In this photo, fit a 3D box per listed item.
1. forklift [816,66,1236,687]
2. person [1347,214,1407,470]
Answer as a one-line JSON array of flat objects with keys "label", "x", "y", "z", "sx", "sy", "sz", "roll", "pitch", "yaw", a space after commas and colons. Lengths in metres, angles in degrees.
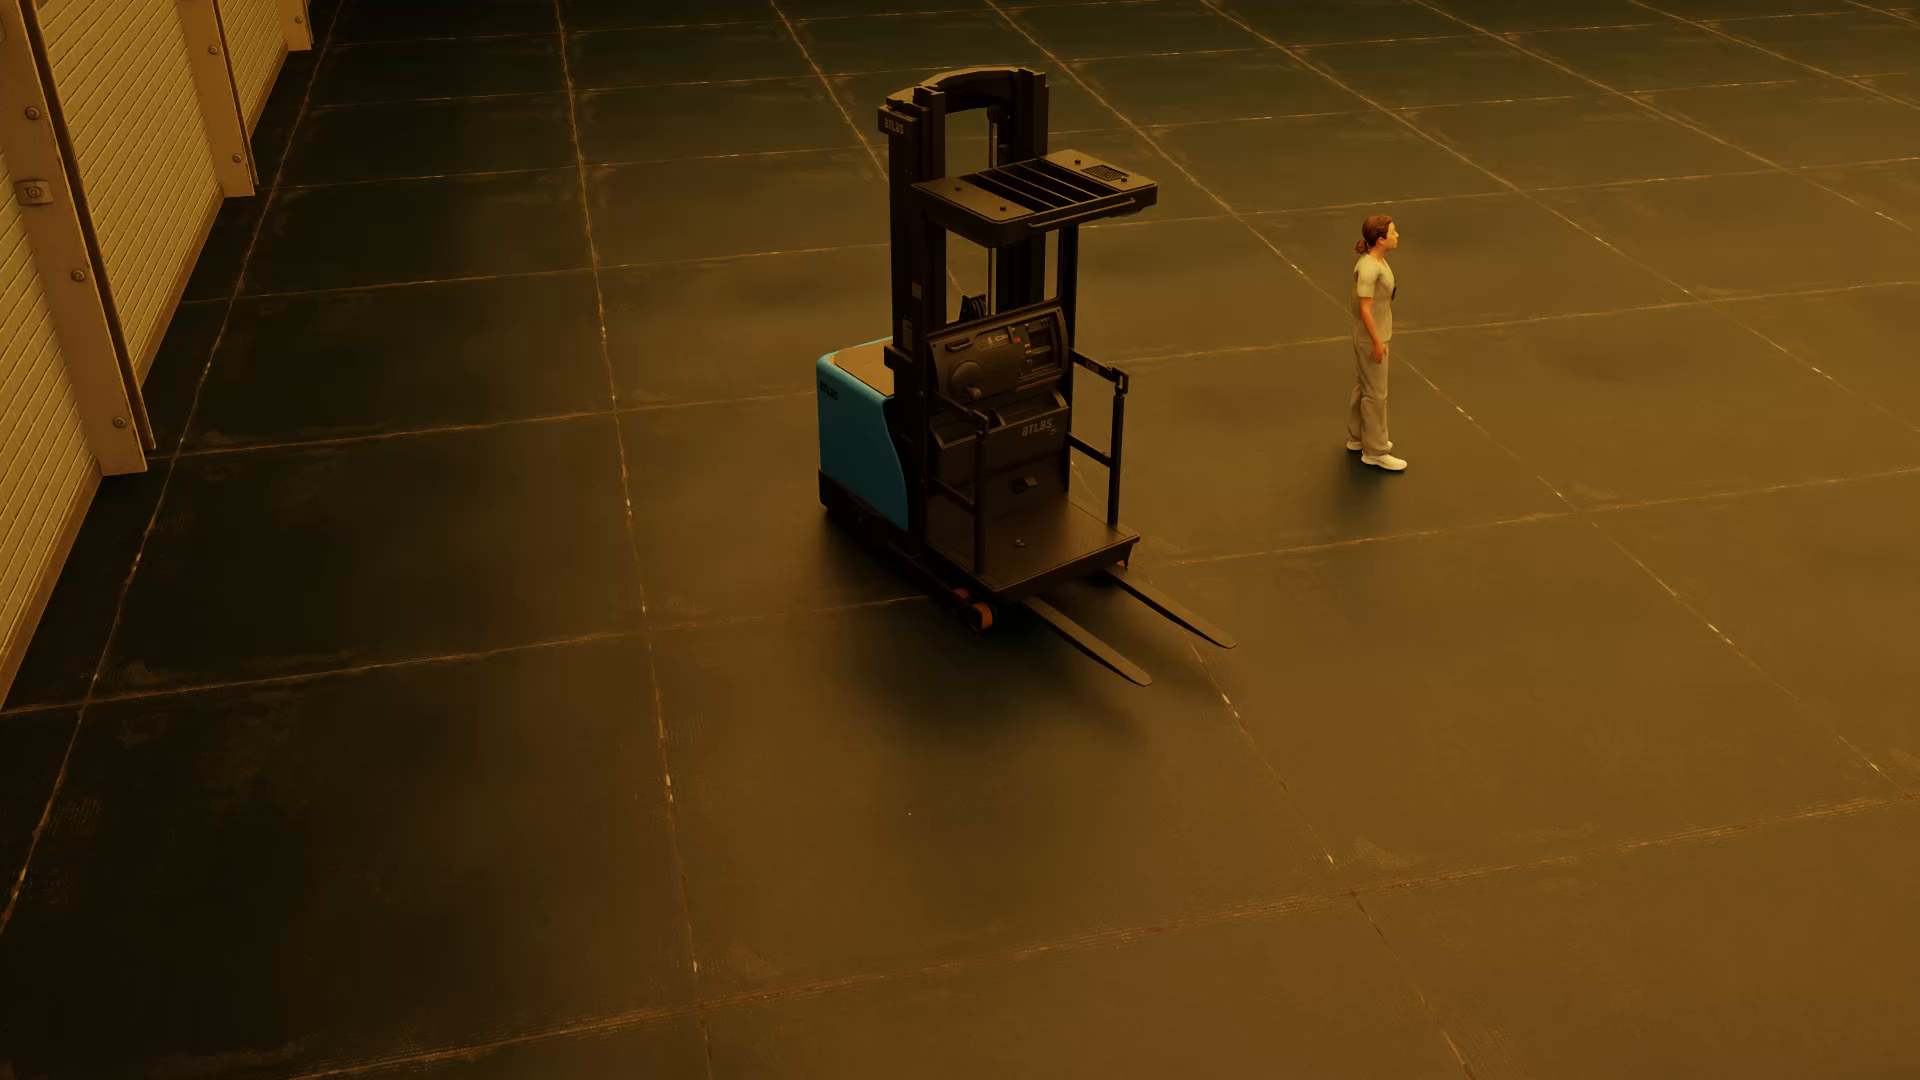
[{"label": "forklift", "x": 0.355, "y": -1.021, "z": 9.338, "sx": 1.130, "sy": 2.935, "sz": 3.031, "roll": -20, "pitch": 35, "yaw": -30}, {"label": "person", "x": 2.834, "y": -1.349, "z": 11.144, "sx": 0.549, "sy": 1.672, "sz": 0.548, "roll": 8, "pitch": 31, "yaw": 14}]
